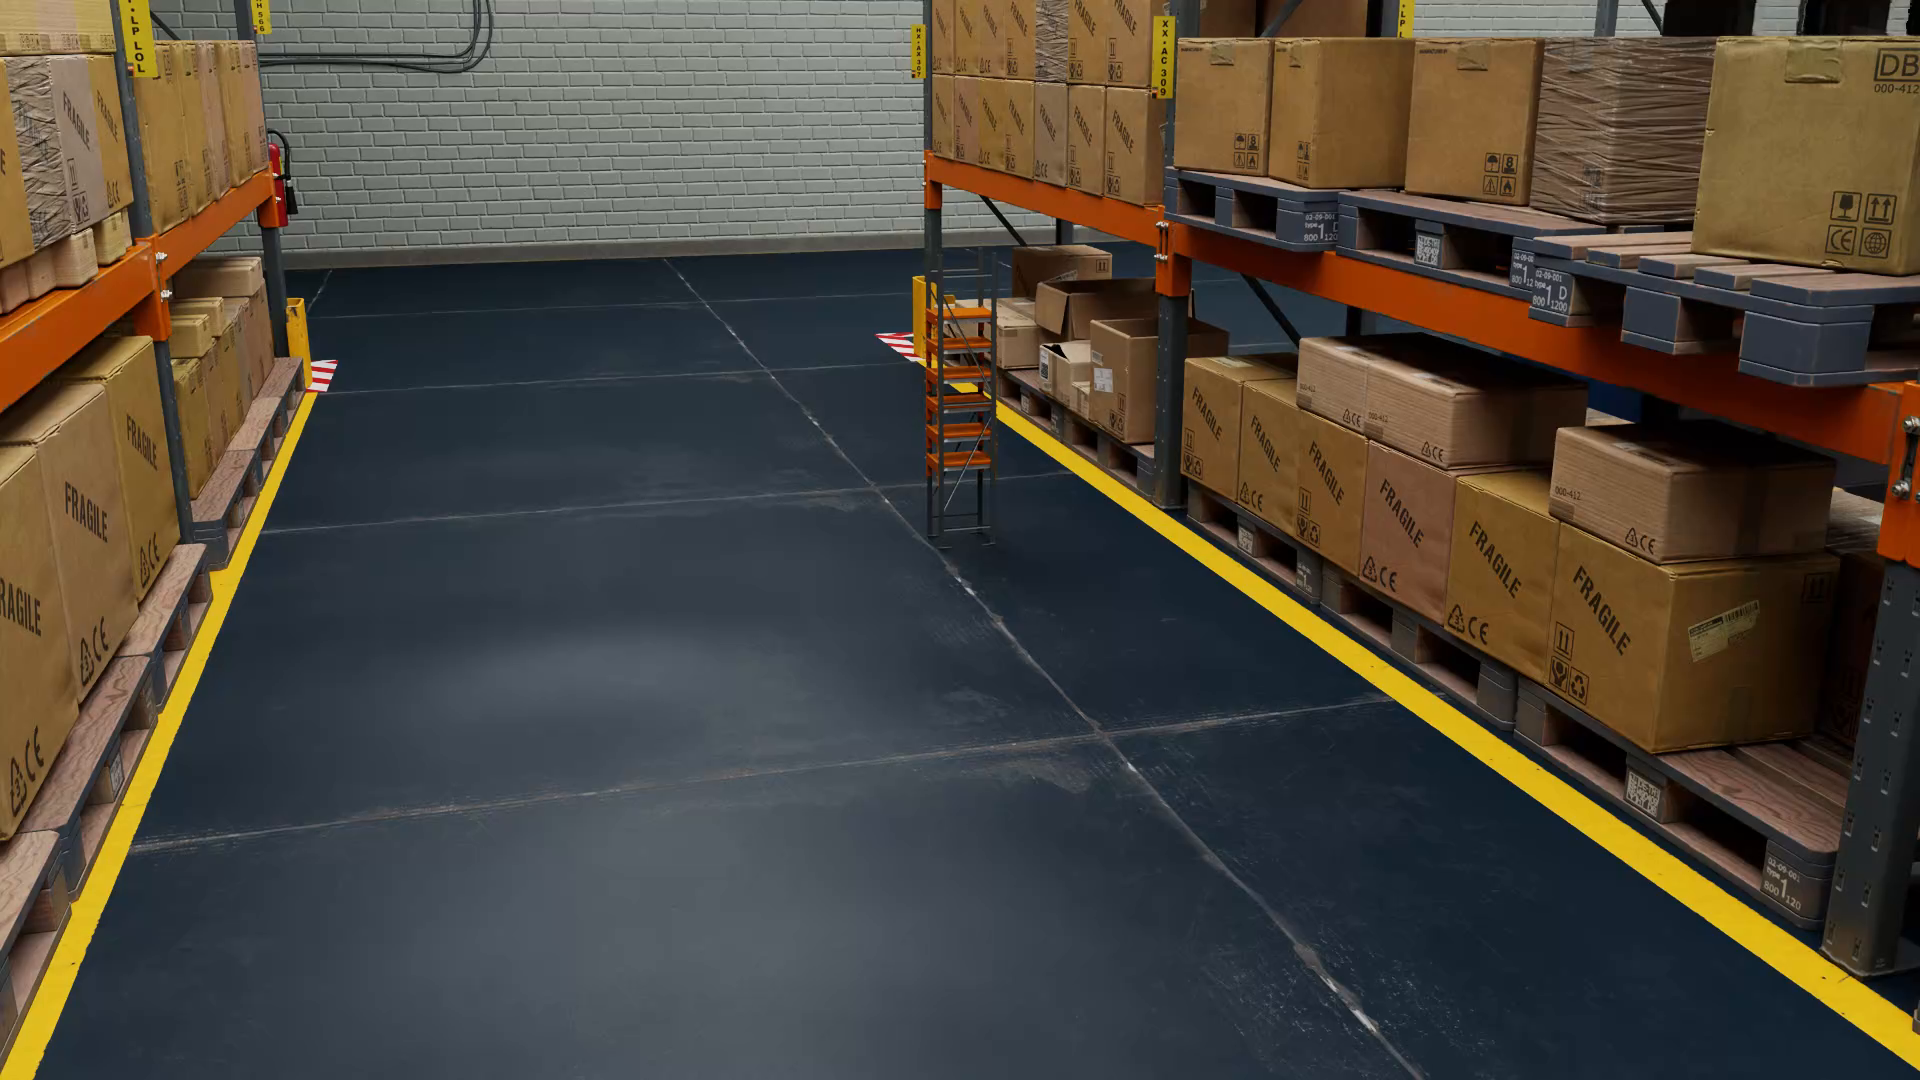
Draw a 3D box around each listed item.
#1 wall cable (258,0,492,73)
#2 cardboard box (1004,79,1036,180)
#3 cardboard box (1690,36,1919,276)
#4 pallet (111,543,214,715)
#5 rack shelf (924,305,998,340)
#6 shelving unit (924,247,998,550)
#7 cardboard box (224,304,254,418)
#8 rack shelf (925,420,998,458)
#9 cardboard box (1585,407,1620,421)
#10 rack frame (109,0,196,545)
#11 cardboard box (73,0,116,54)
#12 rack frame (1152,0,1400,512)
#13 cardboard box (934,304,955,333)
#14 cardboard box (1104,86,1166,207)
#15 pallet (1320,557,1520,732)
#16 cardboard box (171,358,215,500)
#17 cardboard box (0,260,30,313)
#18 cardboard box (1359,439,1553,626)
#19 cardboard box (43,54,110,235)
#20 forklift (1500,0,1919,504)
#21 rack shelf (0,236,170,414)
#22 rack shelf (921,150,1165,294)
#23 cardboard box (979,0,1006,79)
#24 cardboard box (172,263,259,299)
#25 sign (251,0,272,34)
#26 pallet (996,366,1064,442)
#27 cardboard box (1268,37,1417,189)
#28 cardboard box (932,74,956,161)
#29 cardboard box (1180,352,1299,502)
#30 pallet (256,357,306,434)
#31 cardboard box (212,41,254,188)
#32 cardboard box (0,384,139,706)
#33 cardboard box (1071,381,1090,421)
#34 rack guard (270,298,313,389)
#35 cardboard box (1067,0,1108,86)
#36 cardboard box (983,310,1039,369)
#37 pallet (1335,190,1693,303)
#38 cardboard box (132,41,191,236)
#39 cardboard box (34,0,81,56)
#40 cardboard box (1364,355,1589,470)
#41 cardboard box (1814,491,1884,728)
[{"bbox_3d":[-5.711,-5.311,14.390,3.097,2.526,0.112,-5,17,-15],"label":"wall cable"},{"bbox_3d":[0.548,-2.210,8.921,0.500,0.500,0.500,-4,17,-15],"label":"cardboard box"},{"bbox_3d":[2.179,-0.927,3.920,0.700,0.500,0.500,-12,20,-34],"label":"cardboard box"},{"bbox_3d":[-3.117,0.317,5.531,1.003,0.211,1.213,-5,17,-15],"label":"pallet"},{"bbox_3d":[0.004,-0.873,6.675,0.258,0.103,0.180,-5,17,-15],"label":"rack shelf"},{"bbox_3d":[0.004,-0.571,6.766,0.258,1.200,0.189,-5,17,-15],"label":"shelving unit"},{"bbox_3d":[-3.935,-0.873,8.261,0.700,0.500,0.500,-5,18,-17],"label":"cardboard box"},{"bbox_3d":[0.004,-0.413,6.813,0.258,0.103,0.180,-5,17,-15],"label":"rack shelf"},{"bbox_3d":[2.037,-0.243,6.126,0.500,0.500,0.500,-4,17,-15],"label":"cardboard box"},{"bbox_3d":[-3.401,-1.226,5.820,1.000,3.000,0.127,-5,17,-15],"label":"rack frame"},{"bbox_3d":[-3.027,-1.676,5.290,0.500,0.250,0.500,-4,17,-14],"label":"cardboard box"},{"bbox_3d":[1.361,-1.619,7.128,1.000,3.000,0.127,-5,17,-15],"label":"rack frame"},{"bbox_3d":[0.046,-1.428,10.682,0.380,0.149,0.250,-5,17,-15],"label":"cardboard box"},{"bbox_3d":[0.977,-1.785,7.506,0.500,0.500,0.500,-4,17,-14],"label":"cardboard box"},{"bbox_3d":[1.960,0.277,5.664,1.003,0.211,1.213,-5,17,-15],"label":"pallet"},{"bbox_3d":[-3.508,-0.445,6.835,0.700,0.500,0.500,-4,17,-15],"label":"cardboard box"},{"bbox_3d":[-2.729,-0.690,4.435,0.380,0.149,0.250,-5,17,-17],"label":"cardboard box"},{"bbox_3d":[1.685,-0.054,5.498,0.500,0.500,0.500,-5,18,-17],"label":"cardboard box"},{"bbox_3d":[-2.882,-1.178,4.934,0.500,0.500,0.500,-5,17,-15],"label":"cardboard box"},{"bbox_3d":[3.549,-1.425,6.600,1.130,2.935,3.031,-6,18,-18],"label":"forklift"},{"bbox_3d":[-2.852,-0.329,4.082,1.077,0.370,4.000,-5,17,-15],"label":"rack shelf"},{"bbox_3d":[0.811,-1.828,9.073,1.077,0.370,4.000,-5,17,-15],"label":"rack shelf"},{"bbox_3d":[0.414,-2.826,9.233,0.500,0.500,0.500,-4,17,-14],"label":"cardboard box"},{"bbox_3d":[-3.930,-1.370,8.786,0.380,0.149,0.250,-4,17,-14],"label":"cardboard box"},{"bbox_3d":[-3.975,-3.040,9.433,0.100,0.325,0.005,-5,17,-15],"label":"sign"},{"bbox_3d":[0.834,-0.811,9.287,1.003,0.211,1.213,-5,17,-15],"label":"pallet"},{"bbox_3d":[1.526,-1.534,5.941,0.700,0.500,0.500,-2,17,-6],"label":"cardboard box"},{"bbox_3d":[0.130,-2.630,10.319,0.500,0.500,0.500,-4,17,-14],"label":"cardboard box"},{"bbox_3d":[1.259,-0.479,6.914,0.500,0.500,0.500,-6,18,-18],"label":"cardboard box"},{"bbox_3d":[-4.205,-0.782,9.189,1.003,0.211,1.213,-5,17,-15],"label":"pallet"},{"bbox_3d":[-4.140,-2.136,8.327,0.980,0.700,0.700,-5,17,-16],"label":"cardboard box"},{"bbox_3d":[-2.850,0.017,4.687,0.750,0.750,0.750,-4,17,-14],"label":"cardboard box"},{"bbox_3d":[0.771,-0.698,8.254,0.380,0.149,0.250,-5,17,-15],"label":"cardboard box"},{"bbox_3d":[-4.507,-1.142,9.886,1.175,0.500,0.348,-5,17,-15],"label":"rack guard"},{"bbox_3d":[0.829,-2.407,7.838,0.500,0.500,0.500,-5,17,-16],"label":"cardboard box"},{"bbox_3d":[0.413,-1.170,9.647,0.500,0.250,0.500,-5,17,-15],"label":"cardboard box"},{"bbox_3d":[1.921,-0.958,5.261,1.003,0.211,1.213,-5,17,-15],"label":"pallet"},{"bbox_3d":[-3.535,-1.521,6.281,0.980,0.700,0.700,-4,17,-14],"label":"cardboard box"},{"bbox_3d":[-2.896,-1.534,4.816,0.500,0.250,0.500,-4,17,-14],"label":"cardboard box"},{"bbox_3d":[1.673,-0.423,5.424,0.500,0.250,0.500,-5,17,-16],"label":"cardboard box"},{"bbox_3d":[2.460,0.181,4.716,0.500,0.500,0.500,-5,18,-17],"label":"cardboard box"}]
